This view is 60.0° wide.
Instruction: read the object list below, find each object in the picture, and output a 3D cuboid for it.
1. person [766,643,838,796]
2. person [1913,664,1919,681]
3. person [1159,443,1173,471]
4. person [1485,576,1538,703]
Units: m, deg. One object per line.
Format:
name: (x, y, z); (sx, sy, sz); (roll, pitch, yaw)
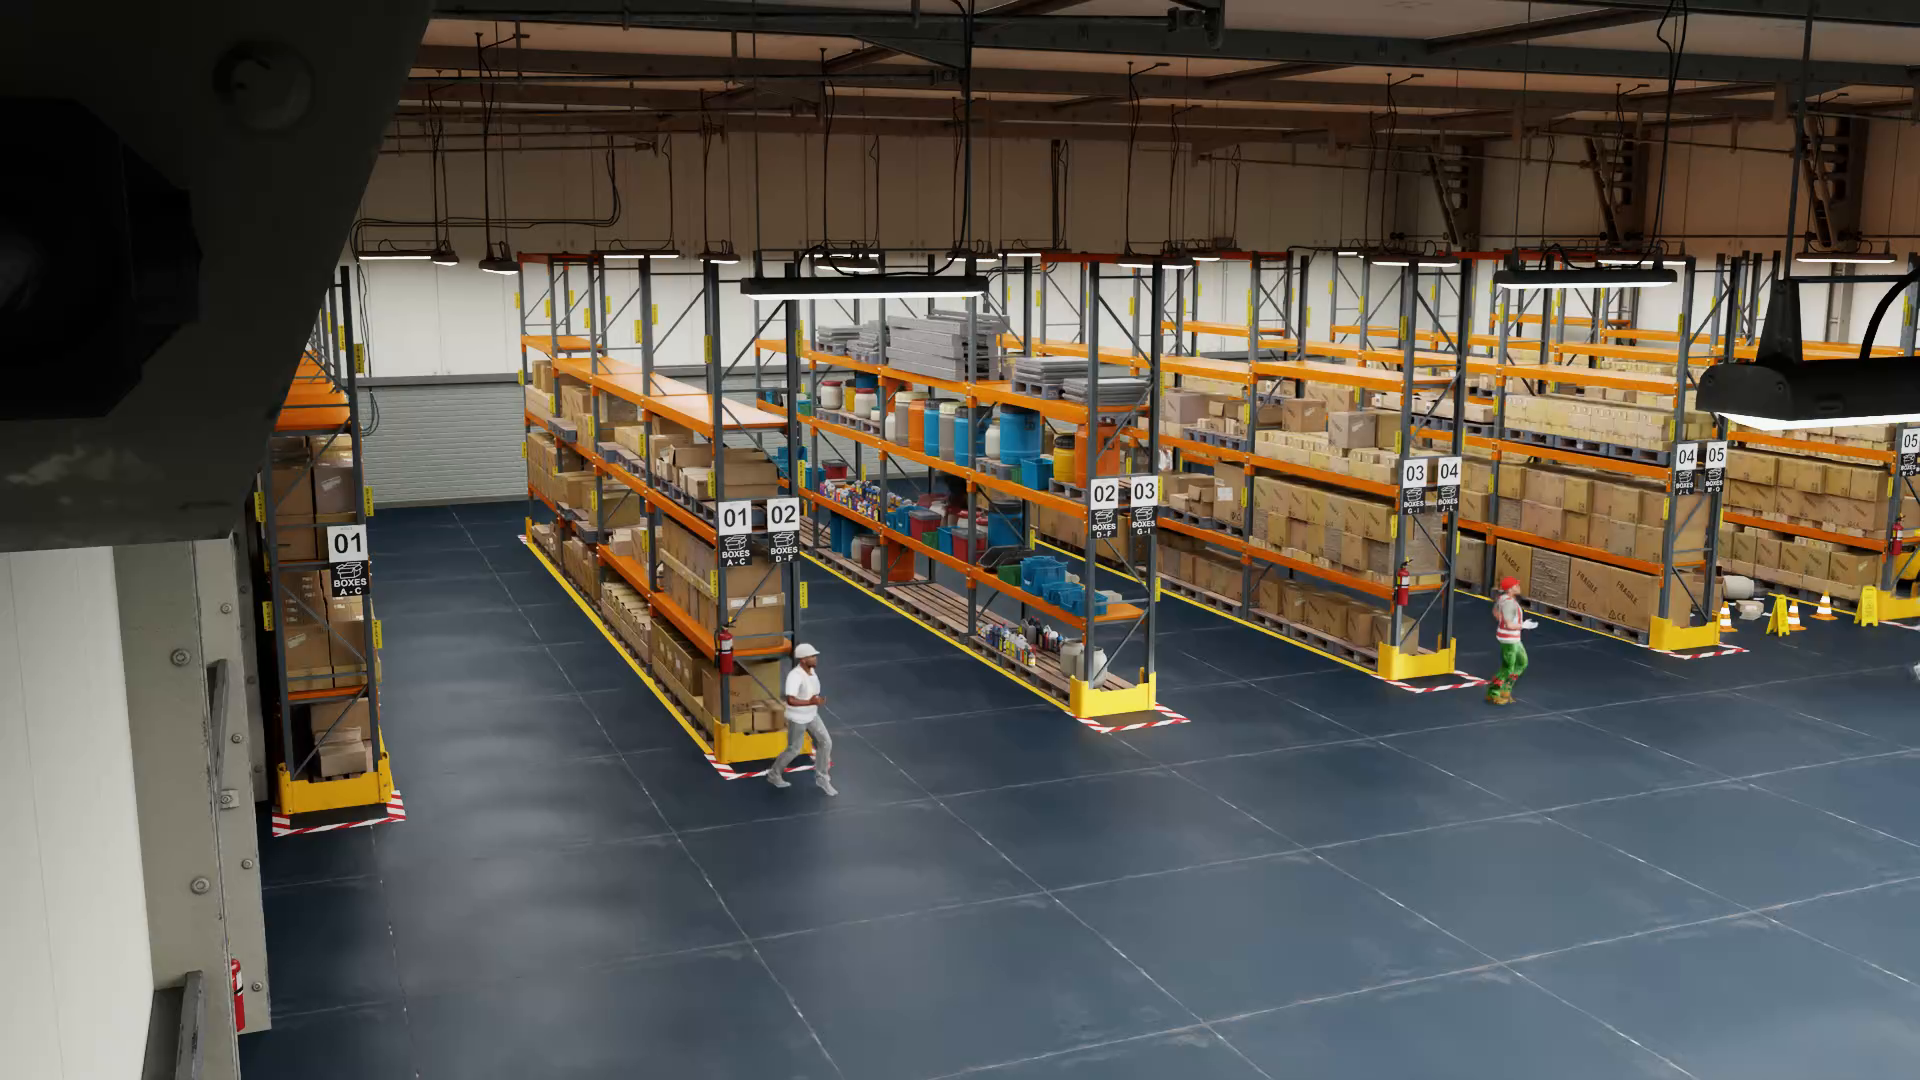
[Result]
person: (-1.824, 2.050, 18.996); (0.840, 1.796, 0.720); (4, 11, 21)
person: (13.786, 1.291, 23.398); (0.573, 1.648, 0.614); (5, 11, 24)
person: (4.617, -1.362, 37.560); (0.733, 1.797, 0.954); (-4, 11, -19)
person: (7.523, 1.386, 22.644); (0.616, 1.810, 0.653); (3, 11, 17)
